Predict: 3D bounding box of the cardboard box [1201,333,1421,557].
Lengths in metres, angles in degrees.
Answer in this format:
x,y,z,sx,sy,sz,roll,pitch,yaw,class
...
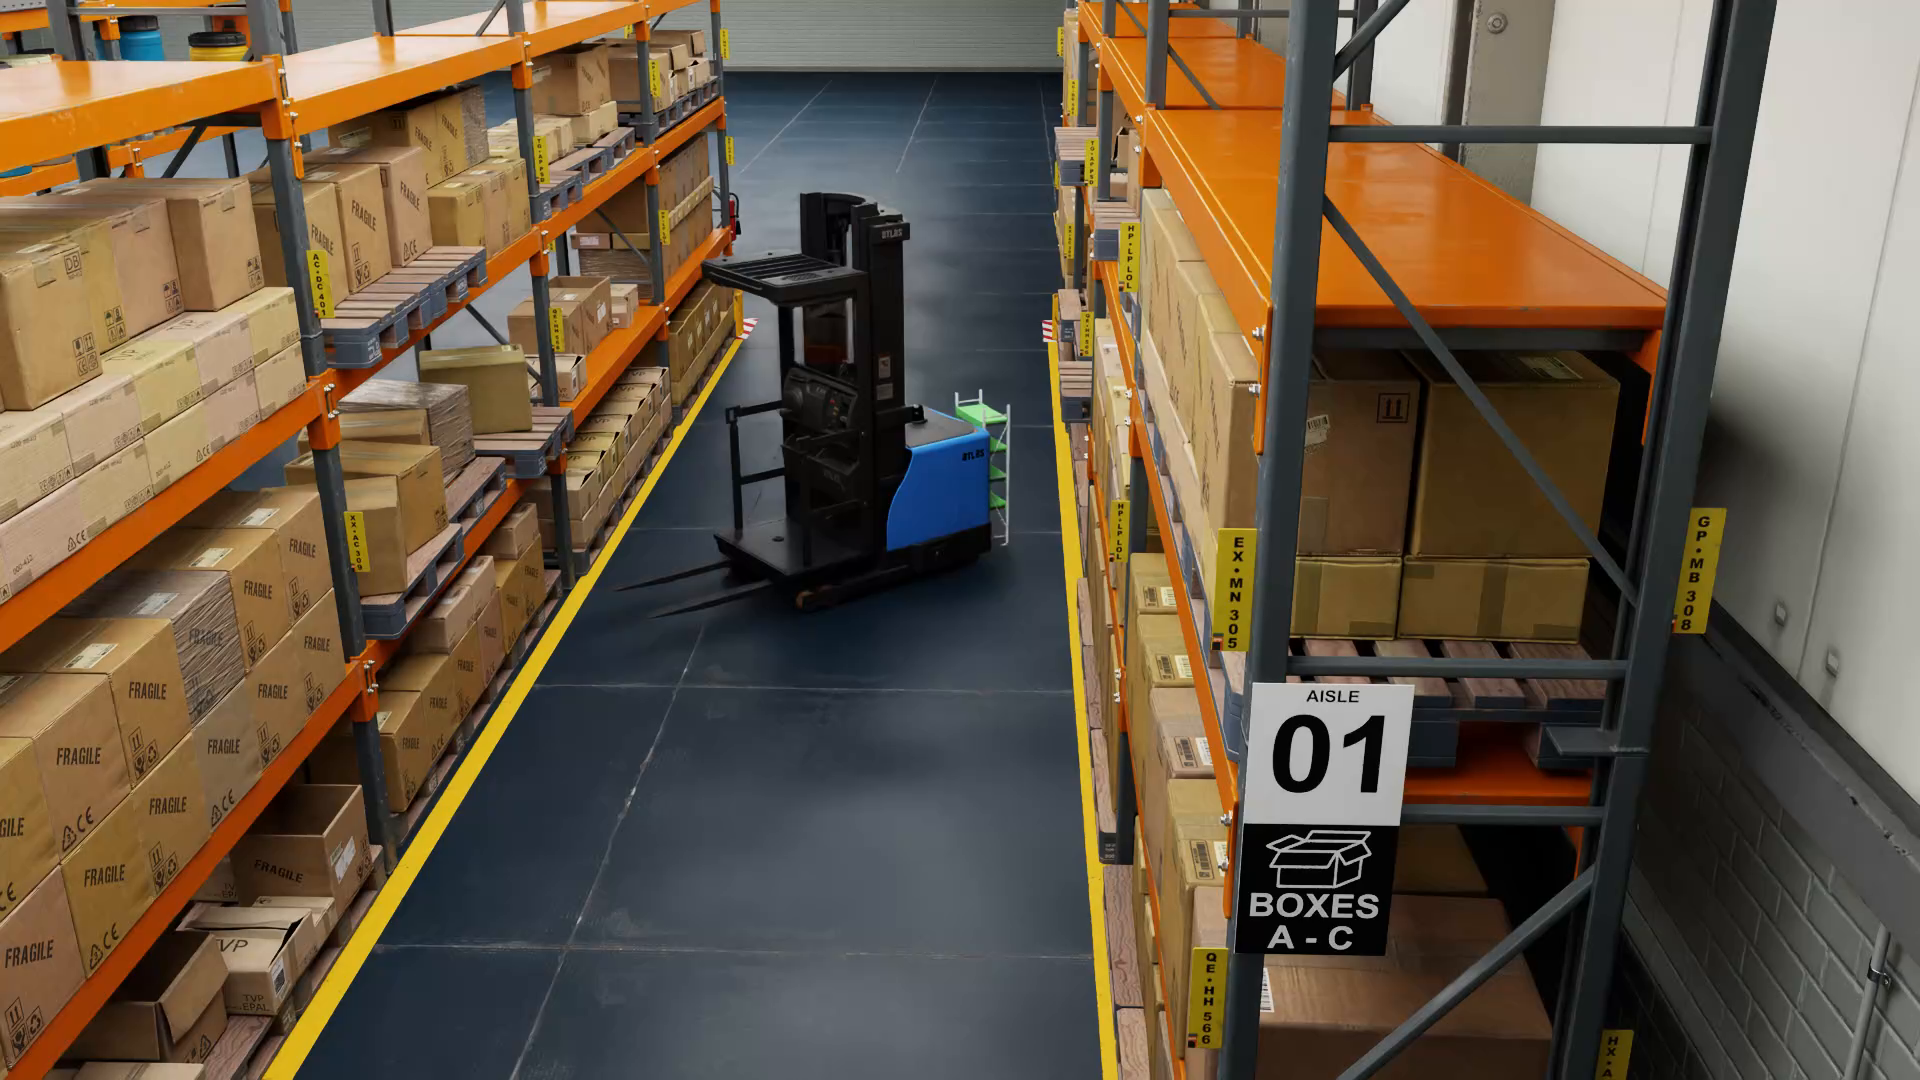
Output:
x,y,z,sx,sy,sz,roll,pitch,yaw,class
0.969,-0.278,4.697,0.500,0.500,0.500,1,21,1,cardboard box

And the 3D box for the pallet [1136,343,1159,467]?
x,y,z,sx,sy,sz,roll,pitch,yaw,class
1.306,-0.597,7.191,1.003,0.211,1.213,1,21,2,pallet

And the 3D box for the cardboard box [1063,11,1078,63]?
x,y,z,sx,sy,sz,roll,pitch,yaw,class
1.386,-5.478,18.098,0.500,0.500,0.500,0,21,1,cardboard box

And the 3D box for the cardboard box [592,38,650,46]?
x,y,z,sx,sy,sz,roll,pitch,yaw,class
-3.569,-5.036,17.597,0.500,0.500,0.500,1,21,2,cardboard box

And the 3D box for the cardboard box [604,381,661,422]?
x,y,z,sx,sy,sz,roll,pitch,yaw,class
-3.102,-1.319,15.521,0.500,0.311,0.500,1,21,3,cardboard box

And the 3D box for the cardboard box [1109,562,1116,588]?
x,y,z,sx,sy,sz,roll,pitch,yaw,class
1.055,0.166,9.568,0.380,0.149,0.250,1,21,2,cardboard box

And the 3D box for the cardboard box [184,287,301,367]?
x,y,z,sx,sy,sz,roll,pitch,yaw,class
-3.354,-0.972,7.550,0.500,0.250,0.500,1,21,2,cardboard box

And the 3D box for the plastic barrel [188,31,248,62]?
x,y,z,sx,sy,sz,roll,pitch,yaw,class
-8.104,-5.252,18.224,0.600,0.588,0.600,0,21,0,plastic barrel

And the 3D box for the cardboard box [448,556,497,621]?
x,y,z,sx,sy,sz,roll,pitch,yaw,class
-3.307,0.306,10.696,0.500,0.250,0.500,0,21,1,cardboard box

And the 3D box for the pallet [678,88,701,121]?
x,y,z,sx,sy,sz,roll,pitch,yaw,class
-3.327,-4.587,17.474,1.003,0.211,1.213,1,21,2,pallet

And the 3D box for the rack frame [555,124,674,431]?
x,y,z,sx,sy,sz,roll,pitch,yaw,class
-3.367,-2.482,16.071,1.000,3.000,0.127,1,21,2,rack frame

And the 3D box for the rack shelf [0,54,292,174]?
x,y,z,sx,sy,sz,roll,pitch,yaw,class
-3.671,-1.326,5.798,1.077,0.370,4.000,1,21,2,rack shelf

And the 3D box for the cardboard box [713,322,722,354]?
x,y,z,sx,sy,sz,roll,pitch,yaw,class
-2.983,-2.283,18.780,0.500,0.250,0.500,1,21,2,cardboard box

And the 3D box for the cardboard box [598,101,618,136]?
x,y,z,sx,sy,sz,roll,pitch,yaw,class
-3.395,-3.783,14.906,0.500,0.250,0.500,3,21,7,cardboard box

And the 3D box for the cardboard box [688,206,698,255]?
x,y,z,sx,sy,sz,roll,pitch,yaw,class
-3.304,-3.436,18.394,0.700,0.500,0.500,1,21,2,cardboard box

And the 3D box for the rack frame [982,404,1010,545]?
x,y,z,sx,sy,sz,roll,pitch,yaw,class
0.289,-0.505,13.466,0.240,1.200,0.015,-10,23,-24,rack frame

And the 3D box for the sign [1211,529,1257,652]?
x,y,z,sx,sy,sz,roll,pitch,yaw,class
0.677,0.125,4.092,0.100,0.325,0.005,1,21,2,sign

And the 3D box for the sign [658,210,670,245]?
x,y,z,sx,sy,sz,roll,pitch,yaw,class
-2.824,-2.982,15.870,0.100,0.325,0.005,1,21,2,sign

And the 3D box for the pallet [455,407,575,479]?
x,y,z,sx,sy,sz,roll,pitch,yaw,class
-3.439,-0.700,11.745,1.213,0.211,1.003,1,21,2,pallet

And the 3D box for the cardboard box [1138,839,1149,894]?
x,y,z,sx,sy,sz,roll,pitch,yaw,class
1.023,1.522,7.730,0.380,0.149,0.250,1,21,3,cardboard box

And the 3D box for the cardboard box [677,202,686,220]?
x,y,z,sx,sy,sz,roll,pitch,yaw,class
-3.122,-3.486,17.624,0.380,0.149,0.250,0,21,1,cardboard box

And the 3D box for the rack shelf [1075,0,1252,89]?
x,y,z,sx,sy,sz,roll,pitch,yaw,class
1.524,-3.980,13.188,1.077,0.370,4.000,1,21,2,rack shelf

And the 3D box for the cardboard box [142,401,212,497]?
x,y,z,sx,sy,sz,roll,pitch,yaw,class
-3.392,-0.377,6.708,0.500,0.250,0.500,1,21,2,cardboard box

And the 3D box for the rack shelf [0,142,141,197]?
x,y,z,sx,sy,sz,roll,pitch,yaw,class
-8.379,-2.877,13.939,1.077,0.370,4.000,1,21,2,rack shelf

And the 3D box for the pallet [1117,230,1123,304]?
x,y,z,sx,sy,sz,roll,pitch,yaw,class
1.465,-1.655,10.055,1.003,0.211,1.213,2,21,4,pallet

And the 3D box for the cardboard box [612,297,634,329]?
x,y,z,sx,sy,sz,roll,pitch,yaw,class
-3.210,-2.099,15.271,0.396,0.266,0.258,0,21,0,cardboard box

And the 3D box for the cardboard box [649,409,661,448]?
x,y,z,sx,sy,sz,roll,pitch,yaw,class
-3.107,-1.059,15.627,0.500,0.250,0.500,0,21,1,cardboard box

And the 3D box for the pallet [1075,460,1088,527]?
x,y,z,sx,sy,sz,roll,pitch,yaw,class
1.528,-0.405,14.573,1.003,0.211,1.213,1,21,2,pallet

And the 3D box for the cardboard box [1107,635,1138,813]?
x,y,z,sx,sy,sz,roll,pitch,yaw,class
1.231,1.034,9.402,0.750,0.750,0.750,1,21,2,cardboard box

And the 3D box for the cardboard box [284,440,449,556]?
x,y,z,sx,sy,sz,roll,pitch,yaw,class
-3.415,-0.250,9.600,0.700,0.500,0.500,4,22,10,cardboard box

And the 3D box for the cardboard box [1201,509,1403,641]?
x,y,z,sx,sy,sz,roll,pitch,yaw,class
0.976,0.072,4.832,0.500,0.250,0.500,1,21,3,cardboard box

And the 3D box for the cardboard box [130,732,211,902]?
x,y,z,sx,sy,sz,roll,pitch,yaw,class
-3.410,1.104,6.691,0.500,0.500,0.500,1,21,2,cardboard box

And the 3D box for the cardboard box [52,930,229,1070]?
x,y,z,sx,sy,sz,roll,pitch,yaw,class
-3.662,2.049,7.237,0.797,0.503,0.637,1,21,2,cardboard box

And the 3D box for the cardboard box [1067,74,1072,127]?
x,y,z,sx,sy,sz,roll,pitch,yaw,class
1.360,-4.452,16.836,0.500,0.500,0.500,0,21,0,cardboard box

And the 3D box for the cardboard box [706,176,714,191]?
x,y,z,sx,sy,sz,roll,pitch,yaw,class
-3.067,-4.137,19.302,0.380,0.149,0.250,0,21,1,cardboard box

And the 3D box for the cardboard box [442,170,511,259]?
x,y,z,sx,sy,sz,roll,pitch,yaw,class
-3.484,-2.138,10.900,0.910,0.500,0.500,1,21,2,cardboard box

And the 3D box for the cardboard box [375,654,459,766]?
x,y,z,sx,sy,sz,roll,pitch,yaw,class
-3.347,1.006,9.930,0.500,0.500,0.500,1,21,2,cardboard box

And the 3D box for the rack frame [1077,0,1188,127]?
x,y,z,sx,sy,sz,roll,pitch,yaw,class
1.584,-5.225,14.849,1.000,3.000,0.127,1,21,2,rack frame

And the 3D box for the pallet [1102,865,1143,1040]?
x,y,z,sx,sy,sz,roll,pitch,yaw,class
1.240,2.038,8.277,1.003,0.211,1.213,1,21,2,pallet

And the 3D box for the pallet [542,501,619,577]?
x,y,z,sx,sy,sz,roll,pitch,yaw,class
-3.425,-0.032,13.614,1.003,0.211,1.213,1,21,2,pallet

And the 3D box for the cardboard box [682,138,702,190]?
x,y,z,sx,sy,sz,roll,pitch,yaw,class
-3.285,-4.201,18.572,0.700,0.500,0.500,0,21,0,cardboard box

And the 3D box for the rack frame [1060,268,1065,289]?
x,y,z,sx,sy,sz,roll,pitch,yaw,class
1.706,-3.875,19.662,1.000,3.000,0.127,1,21,2,rack frame

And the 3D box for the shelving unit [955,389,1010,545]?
x,y,z,sx,sy,sz,roll,pitch,yaw,class
0.181,-0.584,13.670,0.258,1.200,0.503,-10,23,-24,shelving unit

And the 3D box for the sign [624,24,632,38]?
x,y,z,sx,sy,sz,roll,pitch,yaw,class
-3.800,-5.779,19.105,0.100,0.325,0.005,1,21,2,sign

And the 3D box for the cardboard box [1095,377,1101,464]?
x,y,z,sx,sy,sz,roll,pitch,yaw,class
1.167,-0.815,11.198,0.500,0.500,0.500,1,21,3,cardboard box

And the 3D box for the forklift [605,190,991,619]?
x,y,z,sx,sy,sz,roll,pitch,yaw,class
-1.224,-1.037,12.443,3.031,2.935,1.130,-16,26,-35,forklift

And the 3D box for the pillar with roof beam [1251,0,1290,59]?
x,y,z,sx,sy,sz,roll,pitch,yaw,class
-1.936,-4.287,12.430,9.100,9.000,0.400,1,21,2,pillar with roof beam

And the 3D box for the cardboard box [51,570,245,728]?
x,y,z,sx,sy,sz,roll,pitch,yaw,class
-3.395,0.451,6.992,0.500,0.500,0.500,1,21,2,cardboard box

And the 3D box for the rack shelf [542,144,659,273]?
x,y,z,sx,sy,sz,roll,pitch,yaw,class
-3.428,-2.821,13.795,1.077,0.370,4.000,1,21,2,rack shelf

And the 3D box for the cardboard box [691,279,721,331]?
x,y,z,sx,sy,sz,roll,pitch,yaw,class
-2.980,-2.632,18.644,0.500,0.500,0.500,1,21,2,cardboard box

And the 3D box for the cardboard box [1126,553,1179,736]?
x,y,z,sx,sy,sz,roll,pitch,yaw,class
1.308,0.520,7.920,0.980,0.700,0.700,1,21,2,cardboard box

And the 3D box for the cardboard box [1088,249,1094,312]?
x,y,z,sx,sy,sz,roll,pitch,yaw,class
1.511,-2.294,14.843,0.700,0.500,0.500,3,21,7,cardboard box

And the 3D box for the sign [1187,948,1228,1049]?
x,y,z,sx,sy,sz,roll,pitch,yaw,class
0.677,1.249,4.528,0.100,0.325,0.005,1,21,2,sign
